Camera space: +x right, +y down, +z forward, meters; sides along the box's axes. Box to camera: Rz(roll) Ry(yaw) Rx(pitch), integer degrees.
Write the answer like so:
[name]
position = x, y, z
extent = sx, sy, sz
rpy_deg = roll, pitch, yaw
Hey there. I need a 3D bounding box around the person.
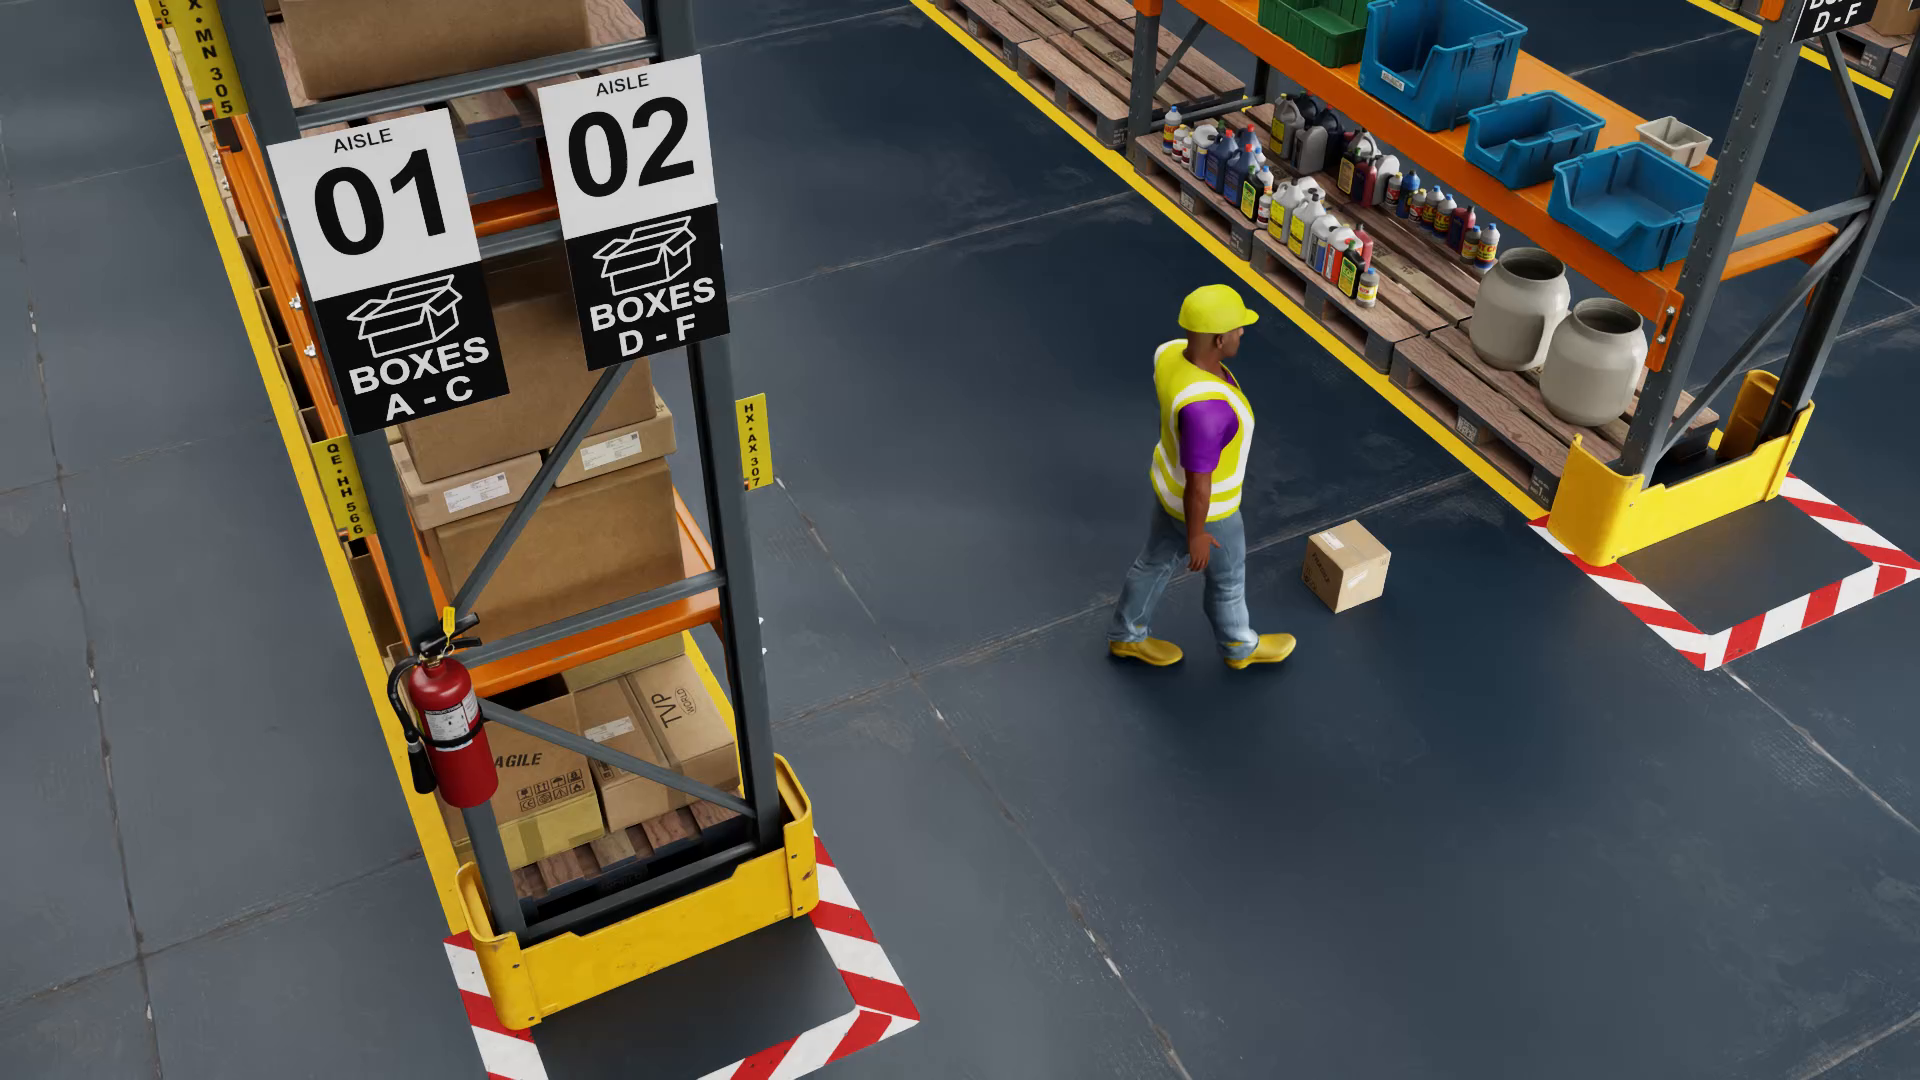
[person]
position = 0.993, -0.201, 6.372
extent = 0.773, 1.753, 0.601
rpy_deg = -6, 41, -7
